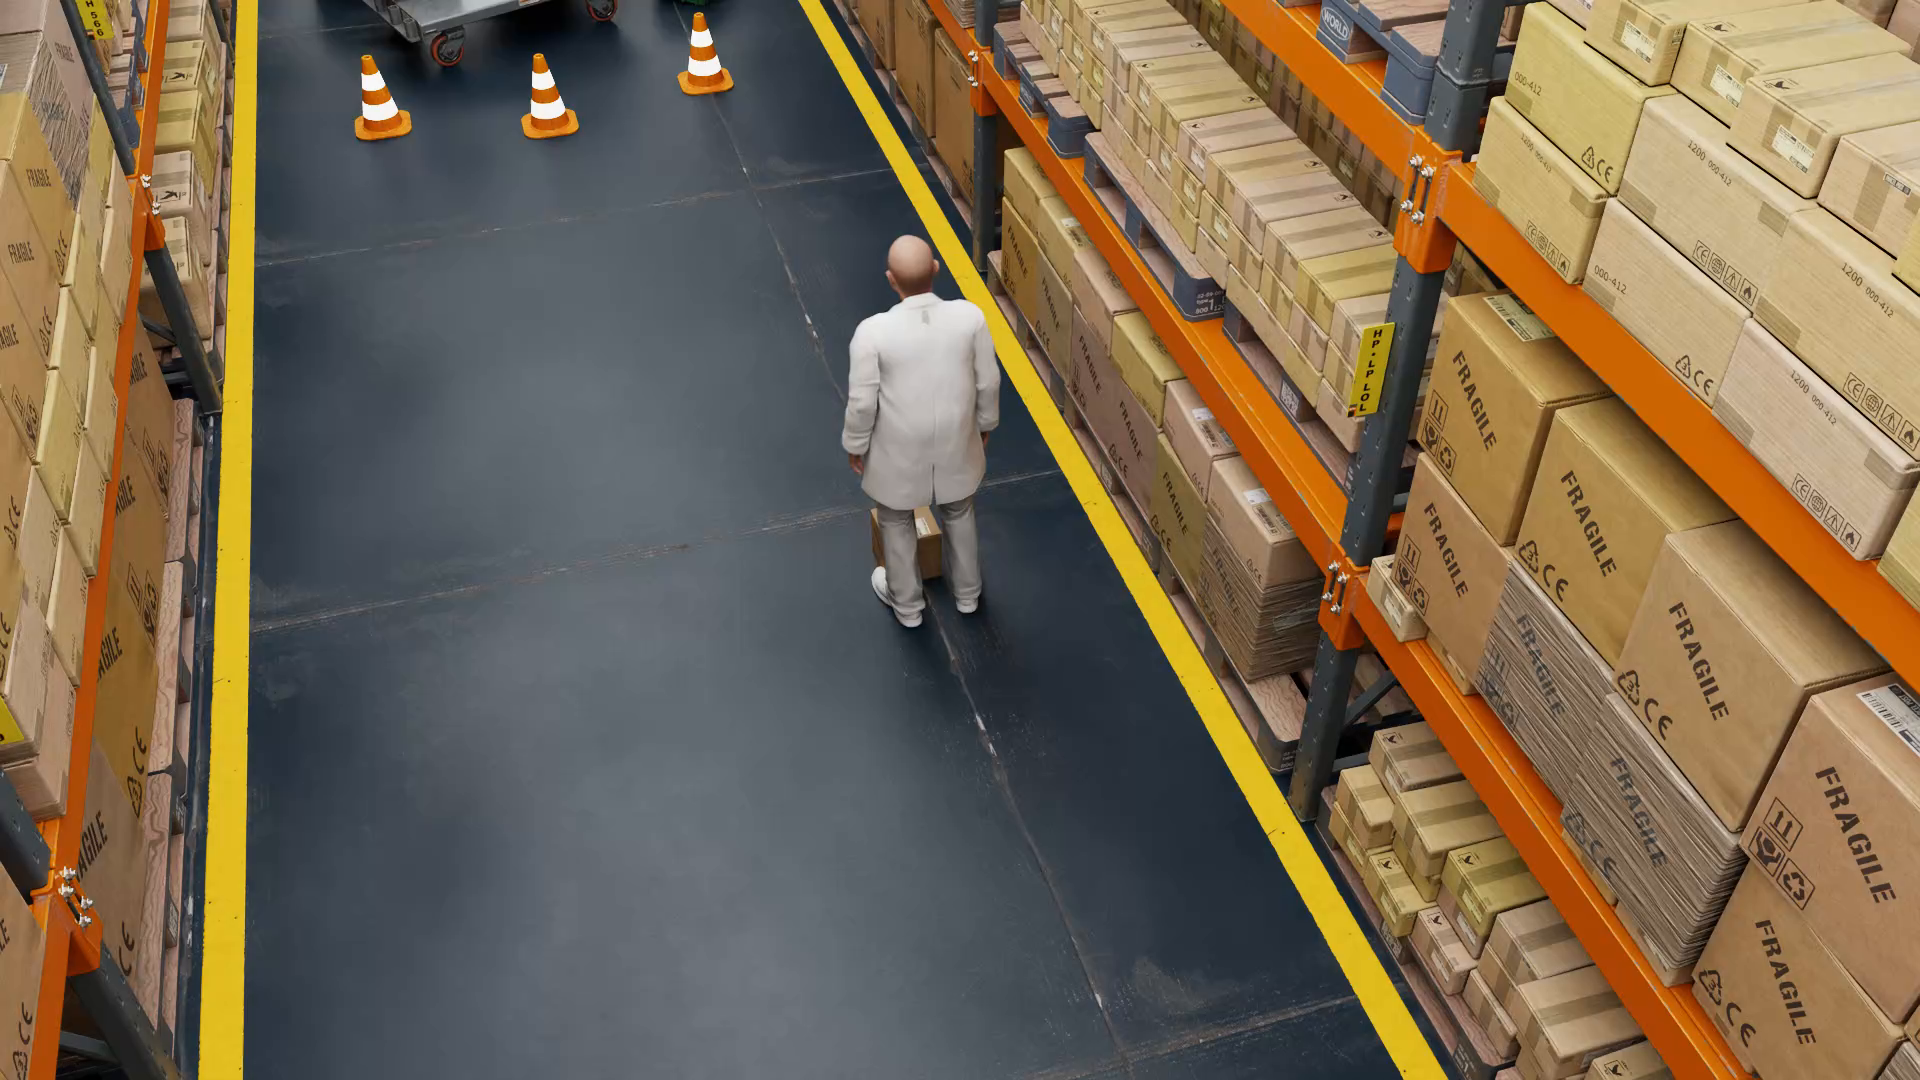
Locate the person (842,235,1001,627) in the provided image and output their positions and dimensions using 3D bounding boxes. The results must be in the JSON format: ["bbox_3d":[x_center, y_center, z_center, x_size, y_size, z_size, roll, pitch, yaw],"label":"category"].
[{"bbox_3d":[-0.150,-0.408,6.629,0.644,1.774,0.424,-11,43,-12],"label":"person"}]
